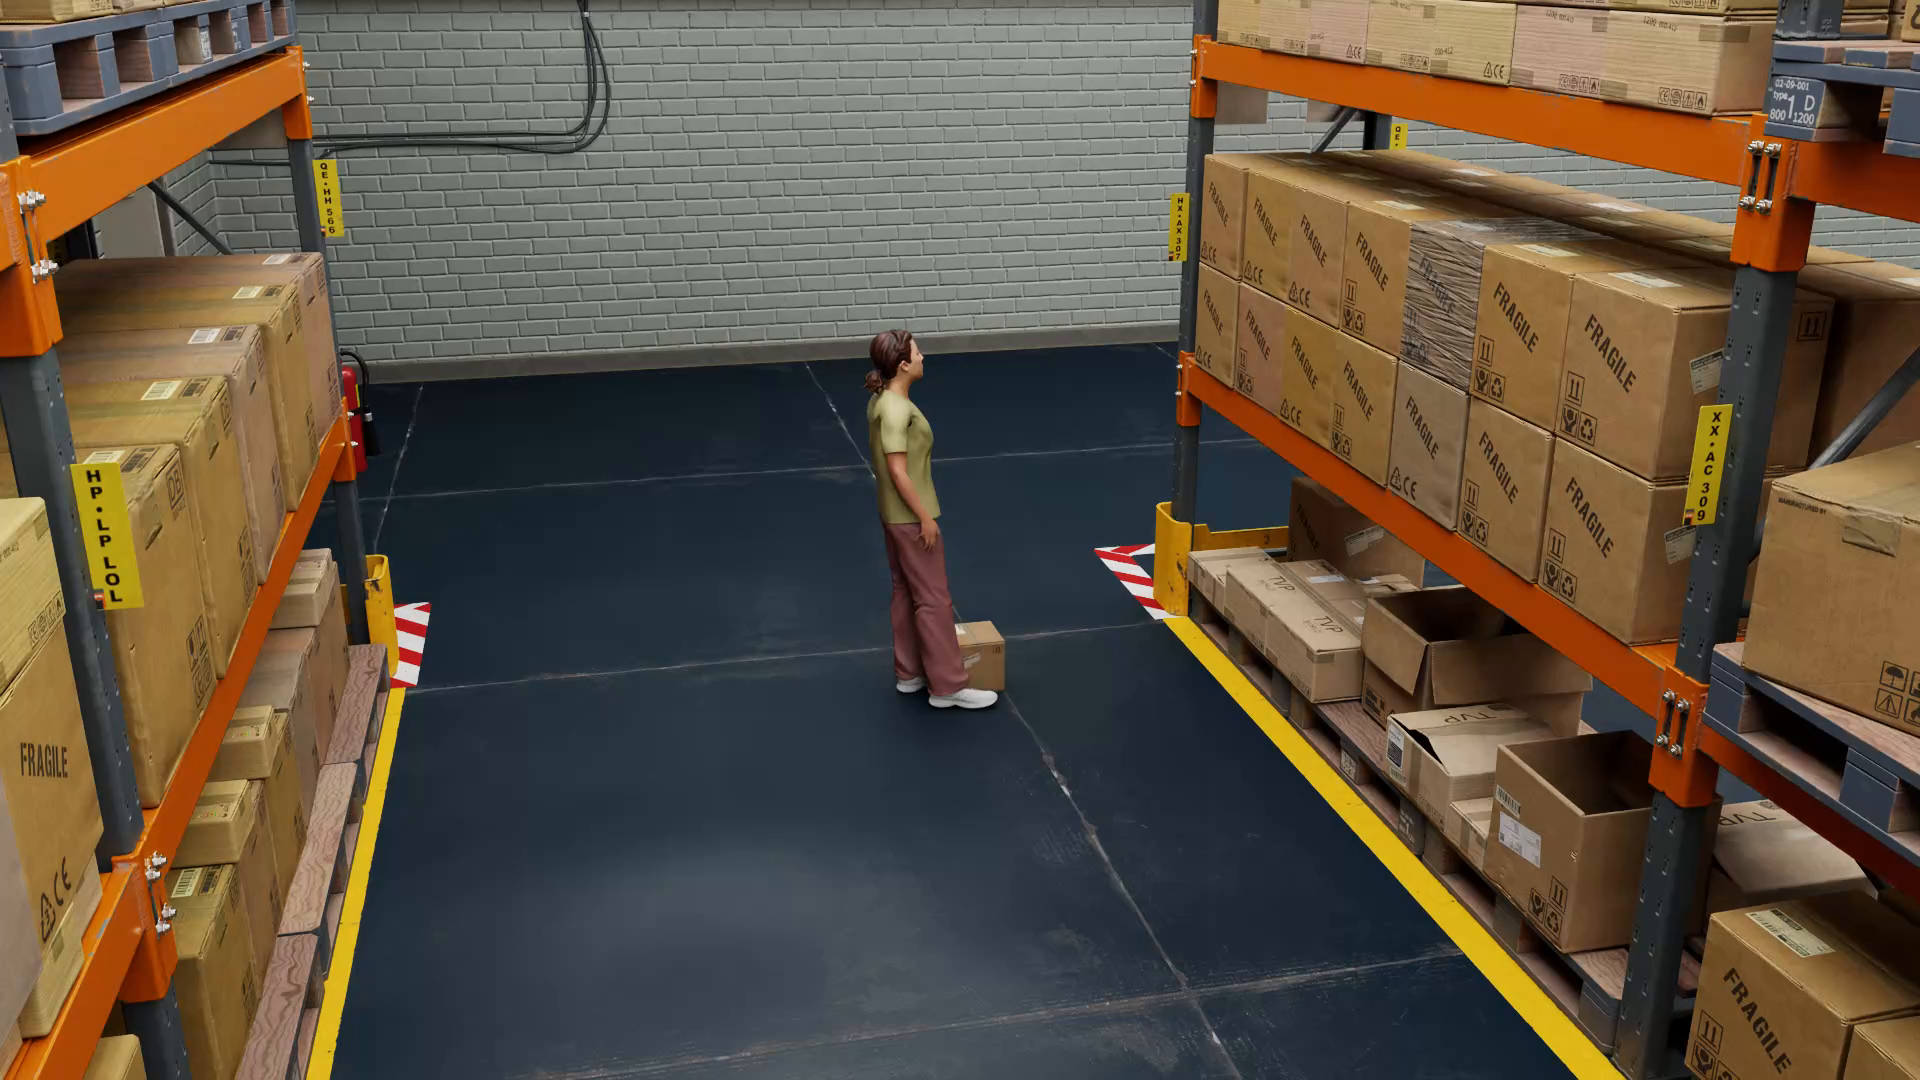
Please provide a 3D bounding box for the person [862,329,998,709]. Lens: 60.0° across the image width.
[{"bbox_3d":[-0.151,-0.107,7.344,0.547,1.673,0.553,-5,20,-12],"label":"person"}]
